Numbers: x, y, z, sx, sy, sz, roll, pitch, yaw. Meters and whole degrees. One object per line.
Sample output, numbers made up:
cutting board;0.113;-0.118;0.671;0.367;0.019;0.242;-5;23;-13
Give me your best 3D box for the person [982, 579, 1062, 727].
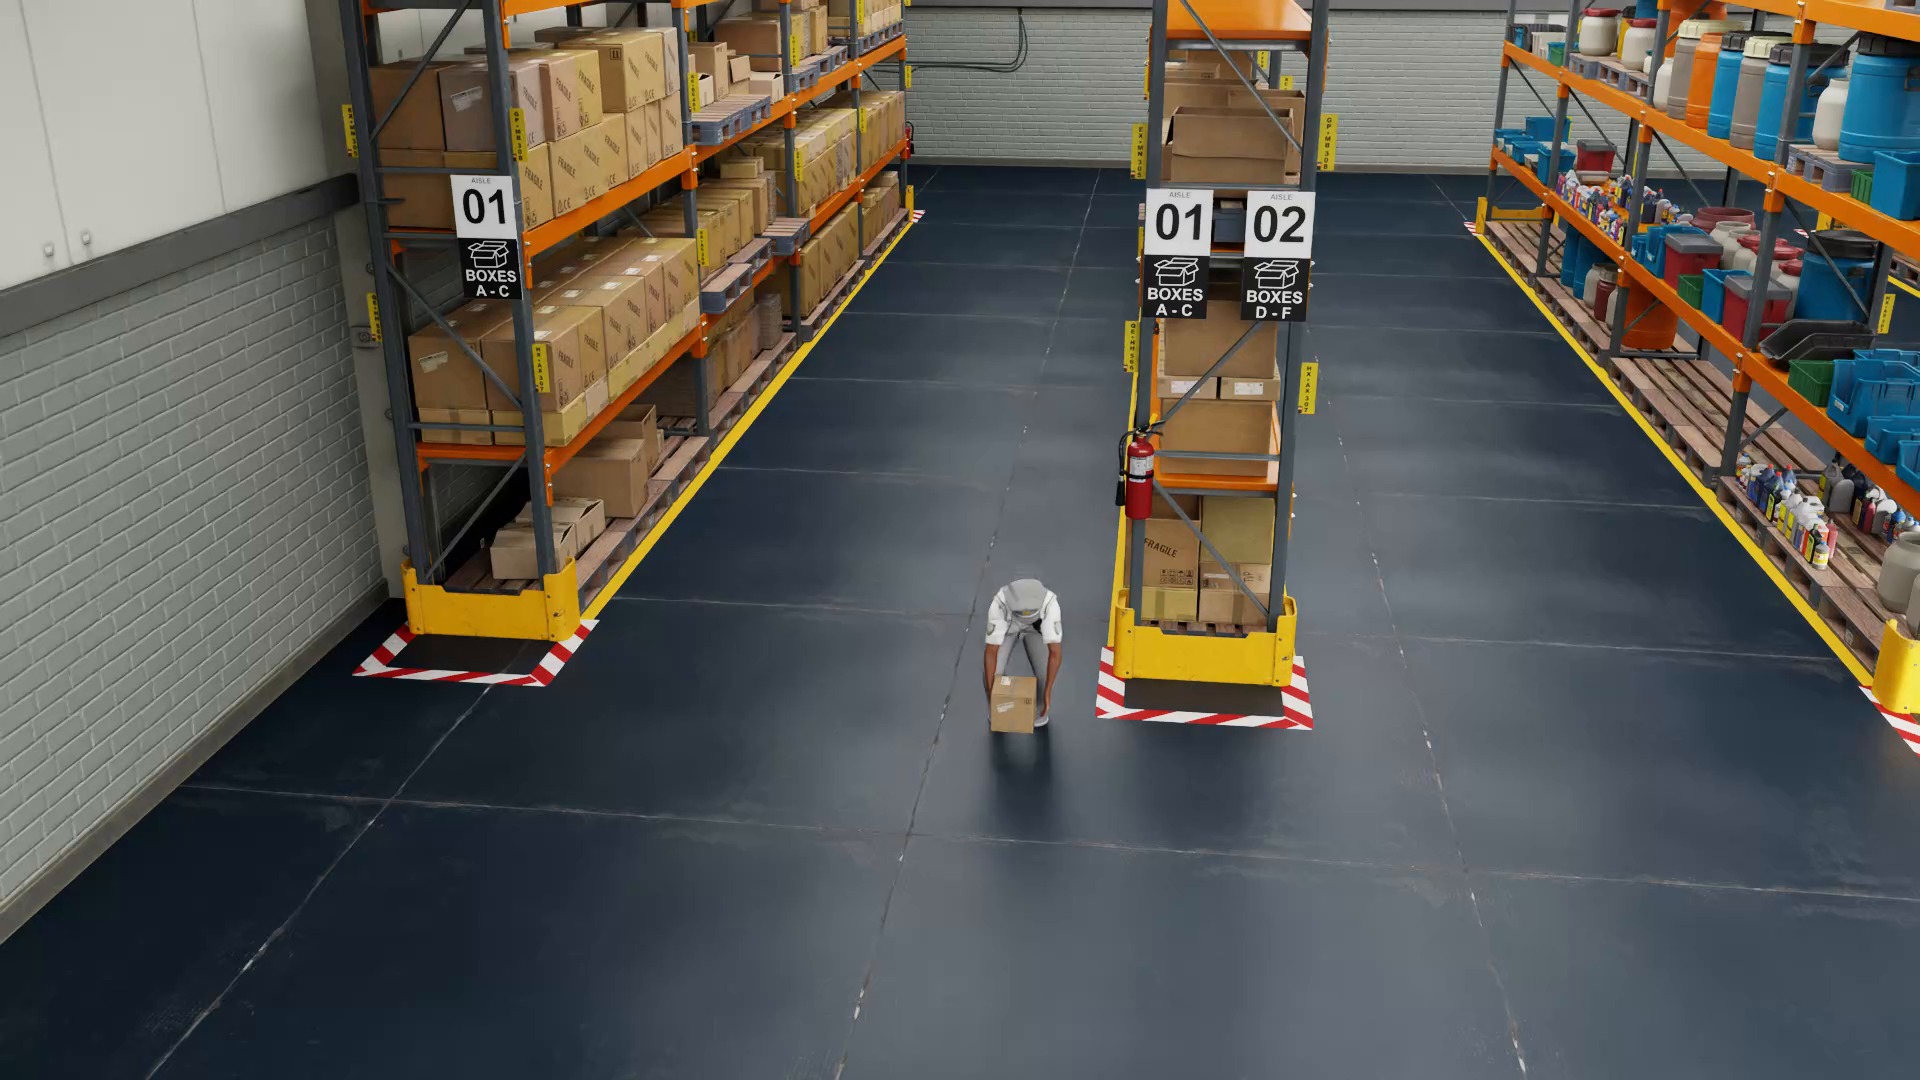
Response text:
person;0.386;0.657;10.216;0.491;1.076;0.827;2;21;5
